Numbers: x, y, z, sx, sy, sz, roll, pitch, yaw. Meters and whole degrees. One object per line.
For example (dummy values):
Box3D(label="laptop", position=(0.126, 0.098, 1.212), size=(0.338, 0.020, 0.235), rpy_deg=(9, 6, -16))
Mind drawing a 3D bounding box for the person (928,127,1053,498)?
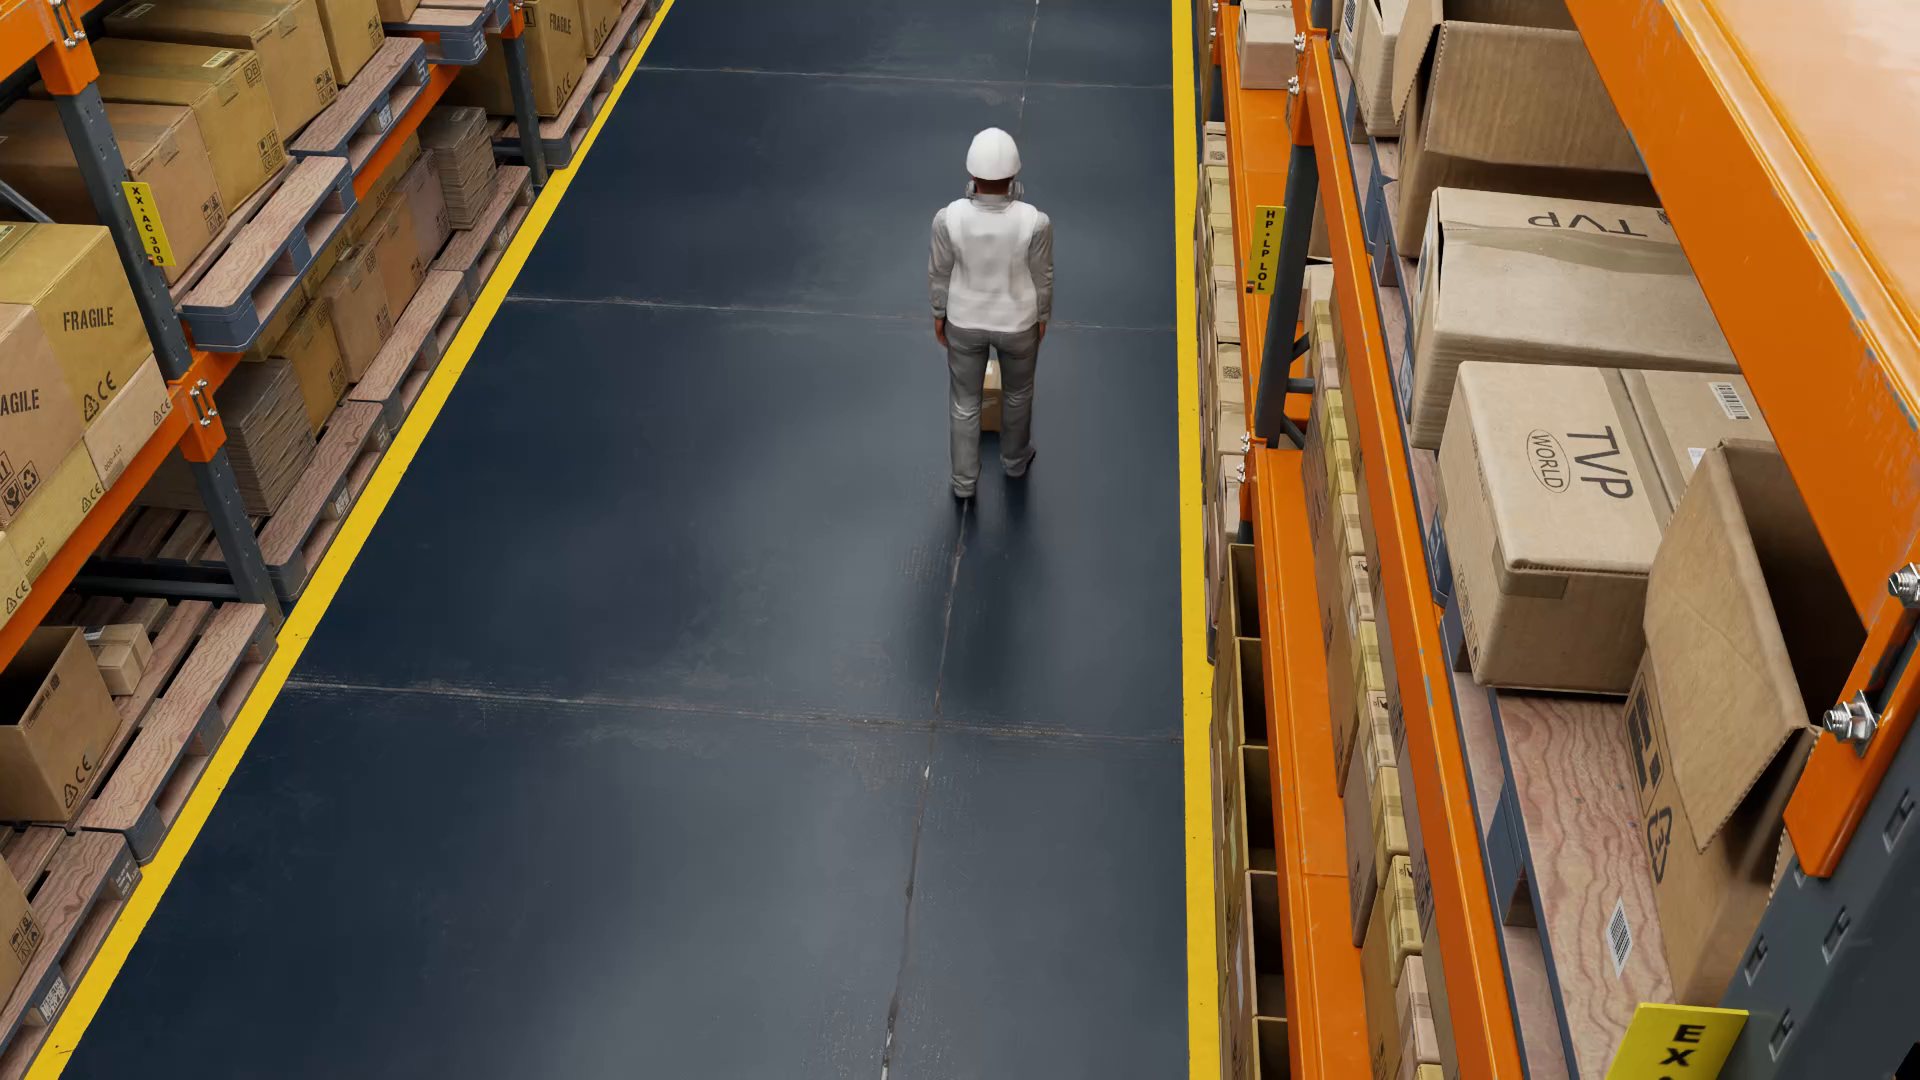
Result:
Box3D(label="person", position=(0.138, -0.998, 7.344), size=(0.539, 1.785, 0.519), rpy_deg=(4, 40, 5))
